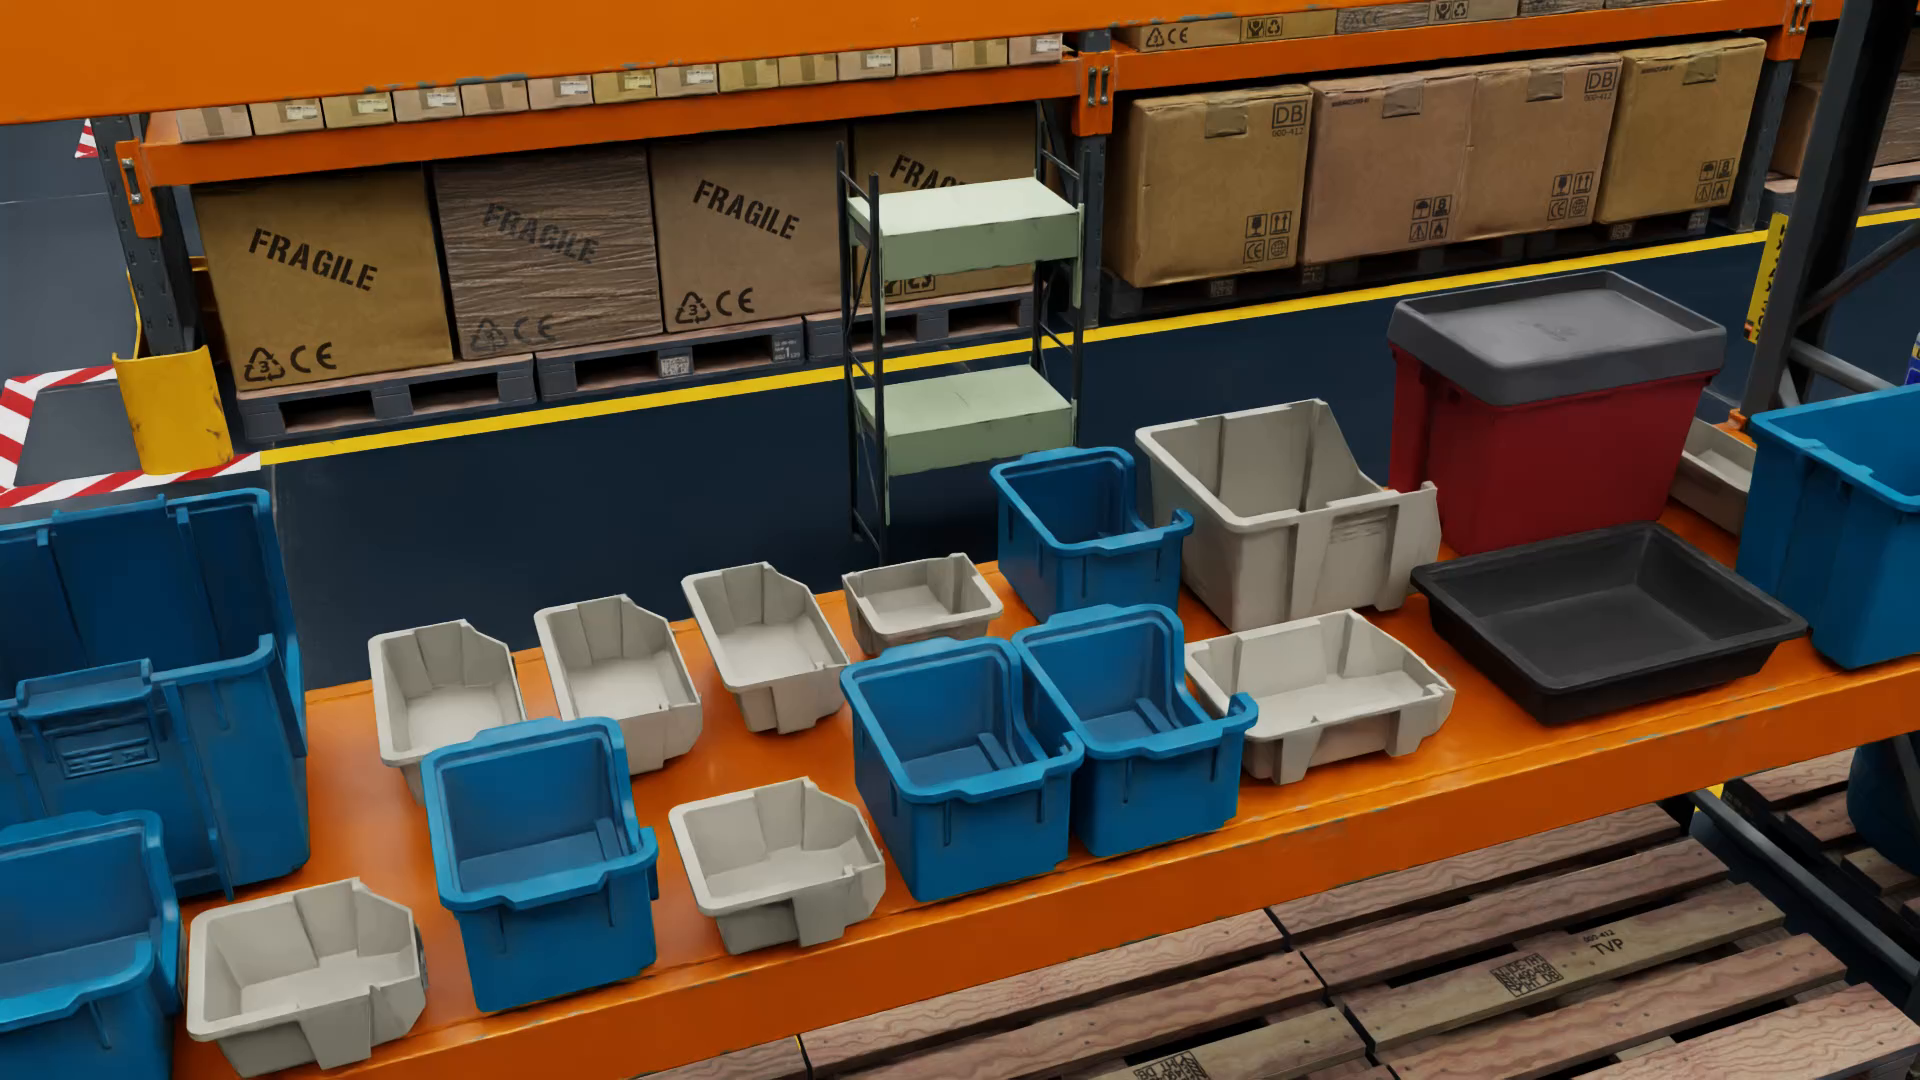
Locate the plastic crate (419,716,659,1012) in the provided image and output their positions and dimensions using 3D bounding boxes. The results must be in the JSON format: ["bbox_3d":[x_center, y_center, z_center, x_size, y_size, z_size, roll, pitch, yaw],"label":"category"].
[{"bbox_3d":[-0.619,0.483,2.481,0.300,0.233,0.416,-10,31,-18],"label":"plastic crate"}]

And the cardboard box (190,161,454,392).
[{"bbox_3d":[-2.738,-1.265,7.163,0.875,0.875,0.875,-10,31,-18],"label":"cardboard box"}]

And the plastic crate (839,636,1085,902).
[{"bbox_3d":[-0.002,0.369,2.680,0.300,0.233,0.416,-10,31,-18],"label":"plastic crate"}]

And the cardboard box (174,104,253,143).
[{"bbox_3d":[-2.862,-1.657,6.383,0.250,0.149,0.380,-10,31,-17],"label":"cardboard box"}]

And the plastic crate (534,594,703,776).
[{"bbox_3d":[-0.605,0.260,2.969,0.243,0.136,0.396,-10,31,-18],"label":"plastic crate"}]

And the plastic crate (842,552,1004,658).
[{"bbox_3d":[-0.081,0.141,3.178,0.250,0.136,0.298,-10,31,-18],"label":"plastic crate"}]

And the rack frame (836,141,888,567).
[{"bbox_3d":[-0.337,-0.590,5.770,0.023,1.500,0.400,-10,31,-18],"label":"rack frame"}]

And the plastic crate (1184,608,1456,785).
[{"bbox_3d":[0.639,0.278,2.938,0.466,0.136,0.293,-10,31,-18],"label":"plastic crate"}]

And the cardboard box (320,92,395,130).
[{"bbox_3d":[-2.382,-1.747,6.539,0.250,0.149,0.380,-11,32,-19],"label":"cardboard box"}]

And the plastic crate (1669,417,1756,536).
[{"bbox_3d":[1.680,-0.148,3.686,0.243,0.136,0.396,-10,31,-18],"label":"plastic crate"}]

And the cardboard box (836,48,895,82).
[{"bbox_3d":[-0.455,-2.102,7.163,0.250,0.149,0.380,-10,31,-17],"label":"cardboard box"}]

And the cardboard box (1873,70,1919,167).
[{"bbox_3d":[5.325,-2.571,9.813,0.500,0.500,0.700,-13,32,-22],"label":"cardboard box"}]

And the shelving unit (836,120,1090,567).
[{"bbox_3d":[0.006,-0.653,5.881,0.755,1.500,0.431,-10,31,-18],"label":"shelving unit"}]

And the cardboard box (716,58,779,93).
[{"bbox_3d":[-0.937,-2.013,7.007,0.250,0.149,0.380,-11,31,-18],"label":"cardboard box"}]

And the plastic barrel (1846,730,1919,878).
[{"bbox_3d":[2.682,0.392,4.226,0.708,0.901,0.600,-10,31,-18],"label":"plastic barrel"}]

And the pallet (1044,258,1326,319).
[{"bbox_3d":[1.136,-1.505,8.679,1.213,0.211,1.003,-10,31,-18],"label":"pallet"}]

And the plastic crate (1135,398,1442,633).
[{"bbox_3d":[0.671,-0.047,3.362,0.530,0.282,0.437,-10,31,-18],"label":"plastic crate"}]

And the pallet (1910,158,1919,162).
[{"bbox_3d":[6.063,-2.370,10.198,1.213,0.211,1.003,-10,31,-18],"label":"pallet"}]

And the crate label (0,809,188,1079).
[{"bbox_3d":[-1.236,0.596,2.281,0.303,0.233,0.416,-10,31,-18],"label":"crate label"}]

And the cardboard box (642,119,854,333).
[{"bbox_3d":[-1.051,-1.576,7.708,0.875,0.875,0.875,-10,31,-18],"label":"cardboard box"}]

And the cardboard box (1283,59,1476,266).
[{"bbox_3d":[1.869,-2.082,8.597,0.875,0.875,1.225,-12,32,-19],"label":"cardboard box"}]

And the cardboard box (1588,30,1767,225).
[{"bbox_3d":[3.534,-2.389,9.135,0.875,0.875,1.225,-12,32,-20],"label":"cardboard box"}]

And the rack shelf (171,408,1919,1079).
[{"bbox_3d":[0.292,0.407,3.232,4.000,0.370,1.077,-10,31,-18],"label":"rack shelf"}]

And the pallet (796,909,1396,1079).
[{"bbox_3d":[0.345,1.318,3.723,1.213,0.211,1.003,-10,31,-18],"label":"pallet"}]

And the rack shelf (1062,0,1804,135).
[{"bbox_3d":[2.314,-2.581,8.477,4.000,0.370,1.077,-10,31,-18],"label":"rack shelf"}]

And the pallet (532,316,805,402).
[{"bbox_3d":[-1.446,-1.030,7.844,1.213,0.211,1.003,-10,31,-18],"label":"pallet"}]

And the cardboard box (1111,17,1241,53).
[{"bbox_3d":[0.958,-2.556,7.604,0.500,0.500,0.500,-10,31,-17],"label":"cardboard box"}]

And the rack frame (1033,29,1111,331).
[{"bbox_3d":[0.439,-2.549,7.693,0.127,3.000,1.000,-10,31,-18],"label":"rack frame"}]

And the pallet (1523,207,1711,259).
[{"bbox_3d":[3.423,-1.926,9.418,1.213,0.211,1.003,-10,31,-18],"label":"pallet"}]

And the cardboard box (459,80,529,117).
[{"bbox_3d":[-1.900,-1.836,6.695,0.250,0.149,0.380,-11,31,-19],"label":"cardboard box"}]

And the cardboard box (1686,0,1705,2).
[{"bbox_3d":[3.812,-3.082,8.529,0.500,0.500,0.500,-9,31,-16],"label":"cardboard box"}]

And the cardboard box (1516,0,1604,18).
[{"bbox_3d":[2.857,-2.908,8.223,0.500,0.500,0.500,-11,32,-19],"label":"cardboard box"}]

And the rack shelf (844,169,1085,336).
[{"bbox_3d":[0.006,-0.992,5.688,0.720,0.370,0.431,-10,31,-18],"label":"rack shelf"}]

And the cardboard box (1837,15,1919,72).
[{"bbox_3d":[5.299,-2.896,9.626,0.500,0.250,0.500,-7,30,-12],"label":"cardboard box"}]

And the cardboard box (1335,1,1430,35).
[{"bbox_3d":[1.898,-2.729,7.909,0.500,0.500,0.500,-11,32,-19],"label":"cardboard box"}]

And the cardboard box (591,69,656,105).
[{"bbox_3d":[-1.421,-1.923,6.850,0.250,0.149,0.380,-11,32,-19],"label":"cardboard box"}]

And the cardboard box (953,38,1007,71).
[{"bbox_3d":[0.026,-2.190,7.318,0.250,0.149,0.380,-10,31,-17],"label":"cardboard box"}]

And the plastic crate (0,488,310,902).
[{"bbox_3d":[-1.334,0.254,2.678,0.499,0.435,0.616,-10,31,-18],"label":"plastic crate"}]

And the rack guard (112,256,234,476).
[{"bbox_3d":[-3.332,-0.768,7.093,0.348,0.500,1.175,-10,31,-18],"label":"rack guard"}]

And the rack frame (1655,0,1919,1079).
[{"bbox_3d":[2.166,-0.251,3.660,0.127,3.000,1.000,-10,31,-18],"label":"rack frame"}]
